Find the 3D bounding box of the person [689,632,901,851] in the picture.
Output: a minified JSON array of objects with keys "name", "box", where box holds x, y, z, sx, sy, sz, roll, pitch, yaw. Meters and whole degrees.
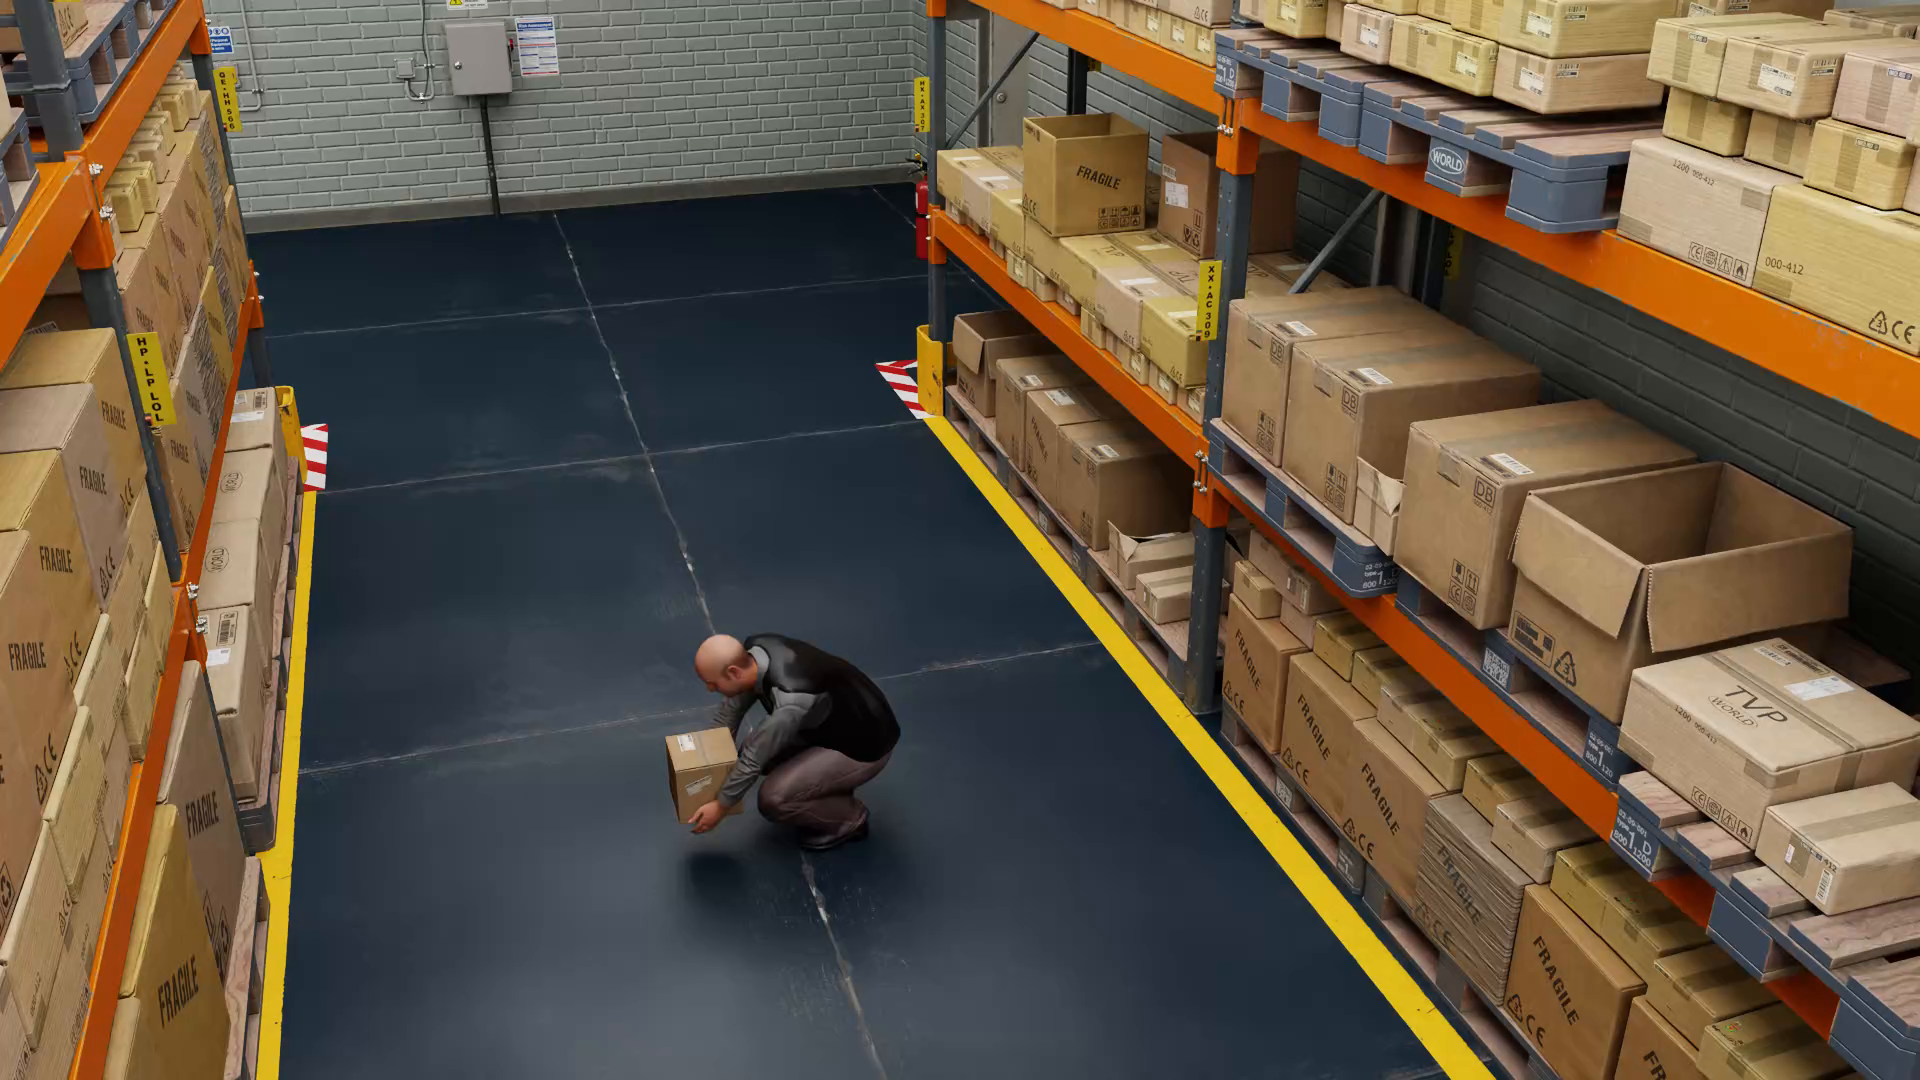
[{"name":"person","box":[-0.673,0.738,6.512,0.868,0.967,0.528,-8,27,-16]}]
